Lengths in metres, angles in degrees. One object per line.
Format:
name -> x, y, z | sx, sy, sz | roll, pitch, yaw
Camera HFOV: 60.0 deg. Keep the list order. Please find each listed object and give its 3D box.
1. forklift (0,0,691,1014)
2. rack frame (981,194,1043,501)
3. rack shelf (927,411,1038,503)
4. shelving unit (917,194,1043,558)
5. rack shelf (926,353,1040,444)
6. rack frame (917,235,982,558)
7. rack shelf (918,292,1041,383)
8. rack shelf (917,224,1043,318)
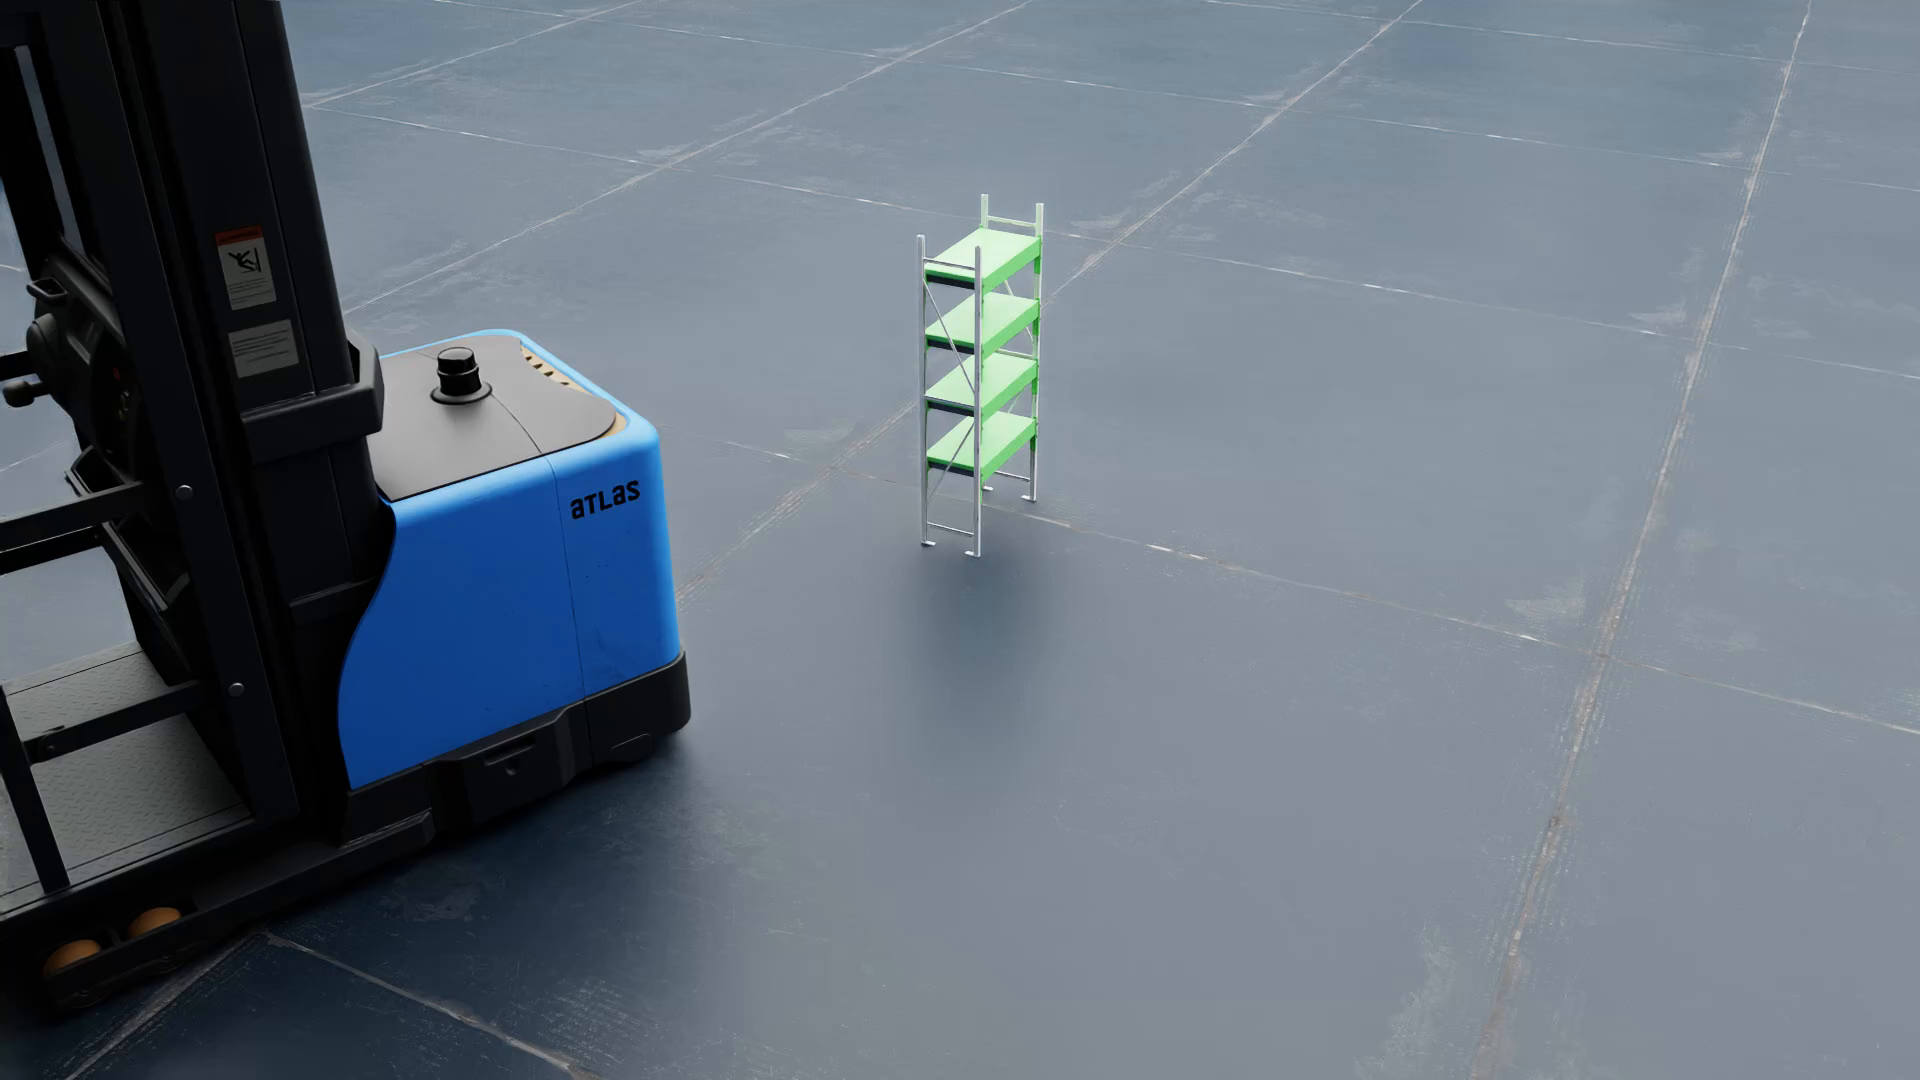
forklift -> -2.304, -0.389, 3.985 | 3.031, 2.935, 1.130 | -22, 36, -33
rack frame -> 0.187, -0.702, 6.267 | 0.240, 1.200, 0.015 | 14, 33, 23
rack shelf -> 0.075, -0.330, 6.230 | 0.258, 0.148, 0.480 | 14, 33, 23
shelving unit -> 0.075, -0.594, 6.079 | 0.258, 1.200, 0.503 | 14, 33, 23
rack shelf -> 0.075, -0.538, 6.111 | 0.258, 0.148, 0.480 | 14, 33, 23
rack frame -> -0.036, -0.486, 5.891 | 0.240, 1.200, 0.015 | 14, 33, 23
rack shelf -> 0.075, -0.746, 5.991 | 0.258, 0.148, 0.480 | 14, 33, 23
rack shelf -> 0.075, -0.955, 5.872 | 0.258, 0.148, 0.480 | 14, 33, 23
